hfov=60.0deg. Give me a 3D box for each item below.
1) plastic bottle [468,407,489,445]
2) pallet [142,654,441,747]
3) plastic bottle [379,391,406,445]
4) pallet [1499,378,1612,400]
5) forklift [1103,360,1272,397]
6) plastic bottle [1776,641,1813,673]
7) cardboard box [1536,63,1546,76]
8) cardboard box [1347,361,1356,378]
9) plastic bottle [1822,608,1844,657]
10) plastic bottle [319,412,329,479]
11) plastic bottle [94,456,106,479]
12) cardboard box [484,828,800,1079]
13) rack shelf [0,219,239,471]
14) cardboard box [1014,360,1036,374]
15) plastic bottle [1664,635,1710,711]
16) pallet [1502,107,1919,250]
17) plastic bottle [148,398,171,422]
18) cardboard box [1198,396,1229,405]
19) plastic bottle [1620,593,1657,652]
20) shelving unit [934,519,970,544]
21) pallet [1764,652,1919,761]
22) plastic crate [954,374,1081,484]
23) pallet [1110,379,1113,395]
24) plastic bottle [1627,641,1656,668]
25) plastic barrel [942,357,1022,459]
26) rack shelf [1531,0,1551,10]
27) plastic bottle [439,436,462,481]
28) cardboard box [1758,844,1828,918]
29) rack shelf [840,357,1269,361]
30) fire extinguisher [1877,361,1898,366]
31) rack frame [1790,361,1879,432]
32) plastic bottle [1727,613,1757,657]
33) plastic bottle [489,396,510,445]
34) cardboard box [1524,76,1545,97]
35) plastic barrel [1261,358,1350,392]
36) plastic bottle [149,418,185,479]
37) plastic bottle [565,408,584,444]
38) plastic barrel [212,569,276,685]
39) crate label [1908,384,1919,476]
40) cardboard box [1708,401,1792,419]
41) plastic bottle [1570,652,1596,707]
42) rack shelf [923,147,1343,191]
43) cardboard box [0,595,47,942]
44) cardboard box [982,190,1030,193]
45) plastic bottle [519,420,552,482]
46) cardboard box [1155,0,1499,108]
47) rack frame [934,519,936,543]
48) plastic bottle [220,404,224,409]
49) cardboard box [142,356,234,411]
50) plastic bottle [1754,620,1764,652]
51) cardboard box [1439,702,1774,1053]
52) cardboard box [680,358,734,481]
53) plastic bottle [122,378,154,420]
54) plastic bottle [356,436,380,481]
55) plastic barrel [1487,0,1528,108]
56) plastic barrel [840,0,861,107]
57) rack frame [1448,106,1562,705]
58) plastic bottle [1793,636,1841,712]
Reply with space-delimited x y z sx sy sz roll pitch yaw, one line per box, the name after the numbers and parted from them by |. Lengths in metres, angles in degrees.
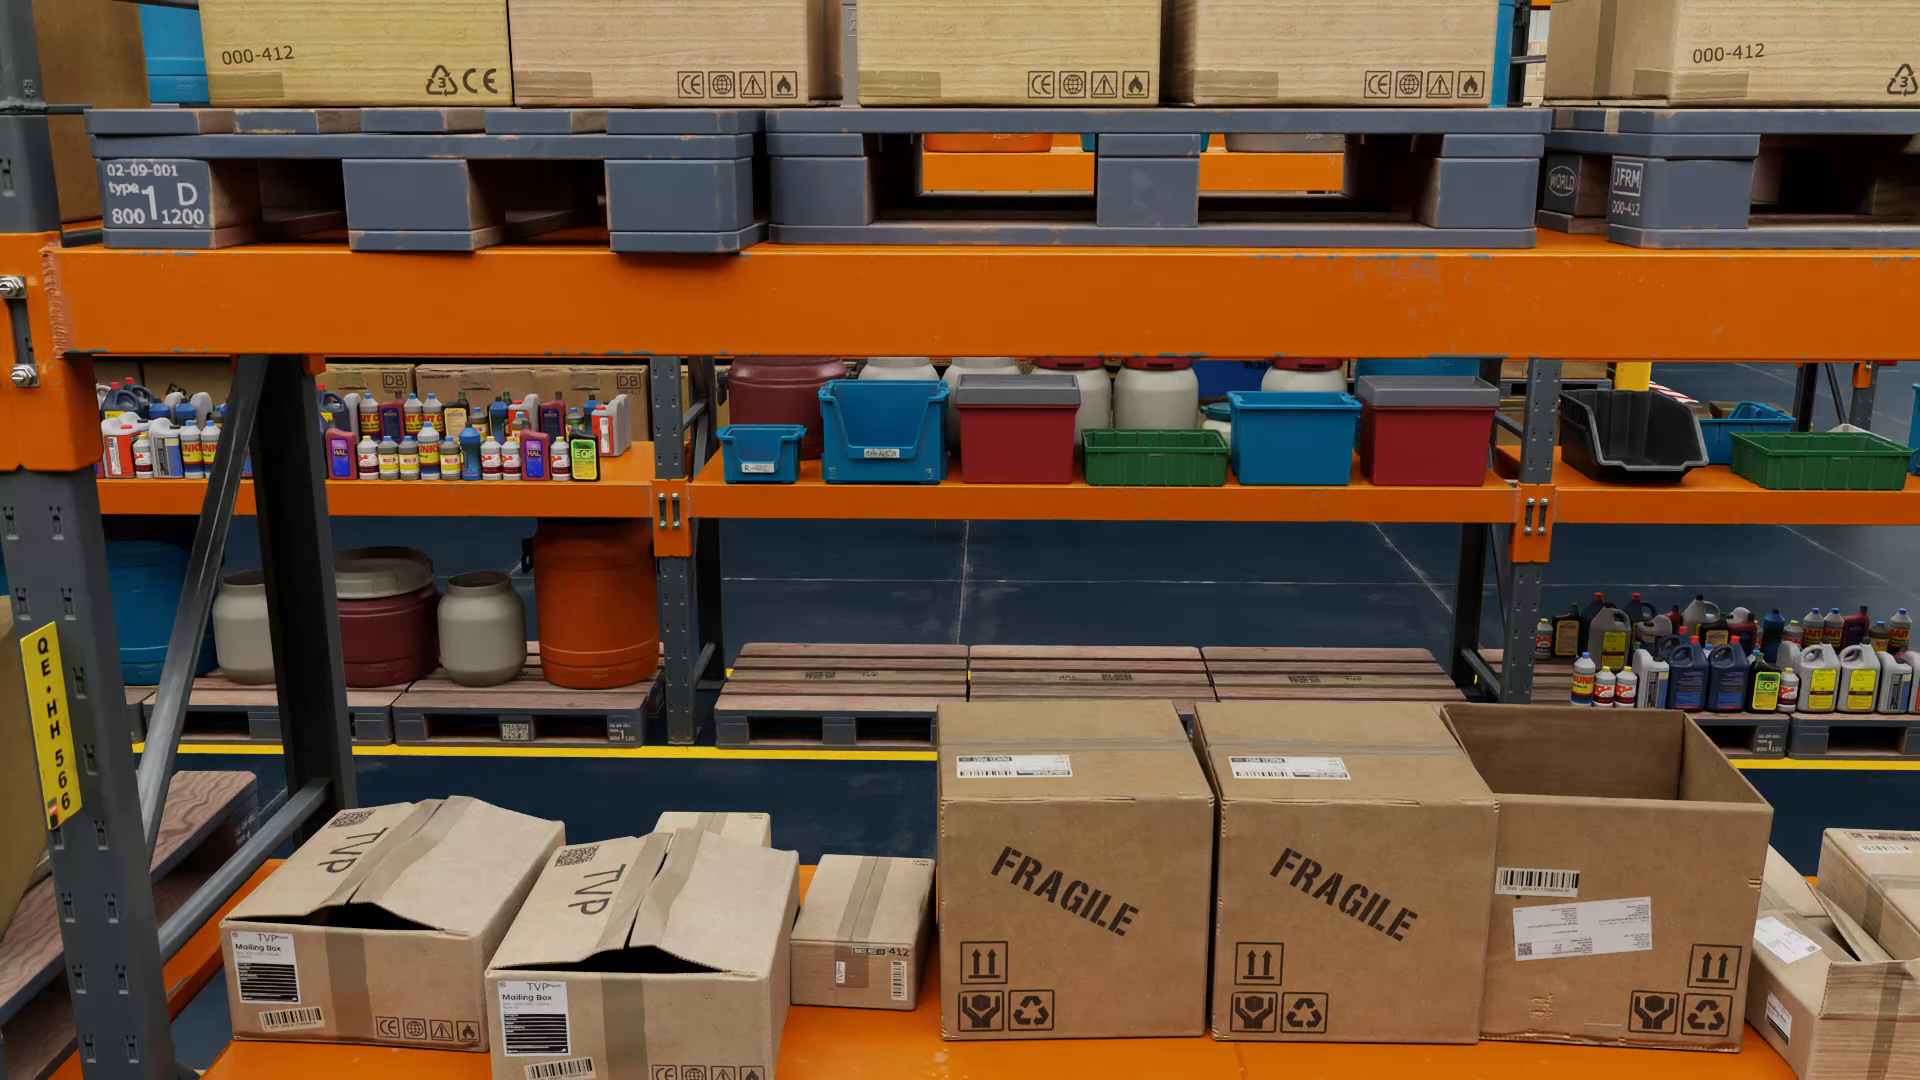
-2.475 -0.580 8.546 0.097 0.201 0.097 0 15 0 | plastic bottle
-3.345 0.766 8.521 1.213 0.211 1.003 0 15 1 | pallet
-2.918 -0.627 8.564 0.133 0.283 0.061 0 15 1 | plastic bottle
6.211 -1.691 17.835 1.213 0.211 1.003 0 15 1 | pallet
1.728 -2.266 14.685 3.031 2.935 1.130 11 18 36 | forklift
4.048 0.629 8.054 0.135 0.276 0.152 0 15 1 | plastic bottle
6.016 -4.762 16.823 0.500 0.250 0.500 0 15 2 | cardboard box
4.542 -2.229 17.750 0.875 0.875 0.875 0 15 2 | cardboard box
4.511 0.486 8.602 0.097 0.271 0.097 0 15 0 | plastic bottle
-3.055 -0.468 7.830 0.185 0.351 0.144 0 15 1 | plastic bottle
-4.095 -0.431 7.824 0.133 0.283 0.061 0 15 1 | plastic bottle
-0.581 0.783 3.168 0.500 0.311 0.500 0 15 1 | cardboard box
-3.469 -0.431 3.124 4.000 0.370 1.077 0 15 1 | rack shelf
0.495 -2.190 17.846 0.750 0.750 1.050 1 15 2 | cardboard box
3.455 0.627 7.915 0.185 0.351 0.144 1 15 3 | plastic bottle
1.647 -0.650 2.918 1.217 0.209 0.805 0 15 -1 | pallet
-4.051 -0.585 8.429 0.097 0.271 0.097 0 15 0 | plastic bottle
2.172 -0.829 13.141 0.500 0.500 0.700 -1 15 -3 | cardboard box
3.502 0.447 8.594 0.185 0.351 0.144 0 15 -1 | plastic bottle
-0.053 -0.508 11.707 0.252 1.050 0.215 0 15 1 | shelving unit
4.552 0.818 8.326 1.213 0.211 1.003 0 15 1 | pallet
0.268 -0.521 7.810 0.583 0.464 0.402 0 15 1 | plastic crate
1.017 -1.725 17.963 1.213 0.211 1.003 0 15 1 | pallet
3.293 0.630 8.035 0.133 0.283 0.061 0 15 1 | plastic bottle
0.115 -0.678 8.310 0.421 0.512 0.421 0 15 0 | plastic barrel
5.013 -5.426 16.962 4.000 0.370 1.077 0 15 1 | rack shelf
-2.392 -0.385 7.810 0.097 0.201 0.097 0 15 0 | plastic bottle
1.648 0.774 3.518 0.250 0.149 0.380 0 15 1 | cardboard box
0.786 -1.481 12.983 4.000 0.370 1.077 0 15 1 | rack shelf
6.887 -1.634 12.305 0.183 0.674 0.296 0 15 1 | fire extinguisher
6.784 -1.790 12.743 0.127 3.000 1.000 0 15 1 | rack frame
3.985 0.511 8.484 0.133 0.283 0.061 0 15 1 | plastic bottle
-2.343 -0.597 8.475 0.097 0.271 0.097 0 15 0 | plastic bottle
4.152 -3.300 12.099 0.250 0.149 0.380 0 15 0 | cardboard box
1.708 -0.681 8.273 0.433 0.535 0.433 0 15 0 | plastic barrel
-3.728 -0.437 7.860 0.135 0.276 0.152 0 15 1 | plastic bottle
-1.976 -0.576 8.534 0.097 0.201 0.097 0 15 0 | plastic bottle
-3.525 0.434 8.368 0.421 0.512 0.421 0 15 0 | plastic barrel
4.811 -0.487 7.735 0.616 0.435 0.502 0 15 1 | crate label
6.161 -0.792 13.040 0.500 0.500 0.500 3 15 12 | cardboard box
2.967 0.668 7.915 0.097 0.271 0.097 0 15 0 | plastic bottle
0.660 -1.668 7.813 4.000 0.370 1.077 0 15 1 | rack shelf
-2.102 0.458 3.206 0.500 0.500 0.700 -5 16 -17 | cardboard box
0.482 -3.627 17.550 0.500 0.500 0.700 0 15 1 | cardboard box
-1.986 -0.418 7.772 0.133 0.283 0.061 0 15 1 | plastic bottle
0.619 -0.898 2.956 0.500 0.250 0.500 -1 15 -3 | cardboard box
-0.175 -0.509 11.710 0.008 1.050 0.200 0 15 1 | rack frame
-3.700 -0.617 8.540 0.135 0.276 0.152 0 15 1 | plastic bottle
-5.869 -1.068 13.351 0.875 0.875 0.875 0 15 1 | cardboard box
4.106 0.518 8.621 0.097 0.201 0.097 0 15 0 | plastic bottle
1.235 0.650 3.302 0.500 0.500 0.500 1 15 5 | cardboard box
-1.902 -1.027 13.196 0.875 0.875 1.225 0 15 -1 | cardboard box
-4.226 -0.657 8.548 0.185 0.351 0.144 0 15 1 | plastic bottle
-2.782 -0.388 7.819 0.097 0.201 0.097 0 15 0 | plastic bottle
2.145 -2.193 7.411 0.708 0.901 0.600 0 15 1 | plastic barrel
-0.524 -2.211 7.477 0.600 0.901 0.600 0 15 0 | plastic barrel
2.659 -0.553 8.055 0.127 3.000 1.000 0 15 1 | rack frame
4.069 0.631 7.900 0.185 0.351 0.144 0 15 1 | plastic bottle
